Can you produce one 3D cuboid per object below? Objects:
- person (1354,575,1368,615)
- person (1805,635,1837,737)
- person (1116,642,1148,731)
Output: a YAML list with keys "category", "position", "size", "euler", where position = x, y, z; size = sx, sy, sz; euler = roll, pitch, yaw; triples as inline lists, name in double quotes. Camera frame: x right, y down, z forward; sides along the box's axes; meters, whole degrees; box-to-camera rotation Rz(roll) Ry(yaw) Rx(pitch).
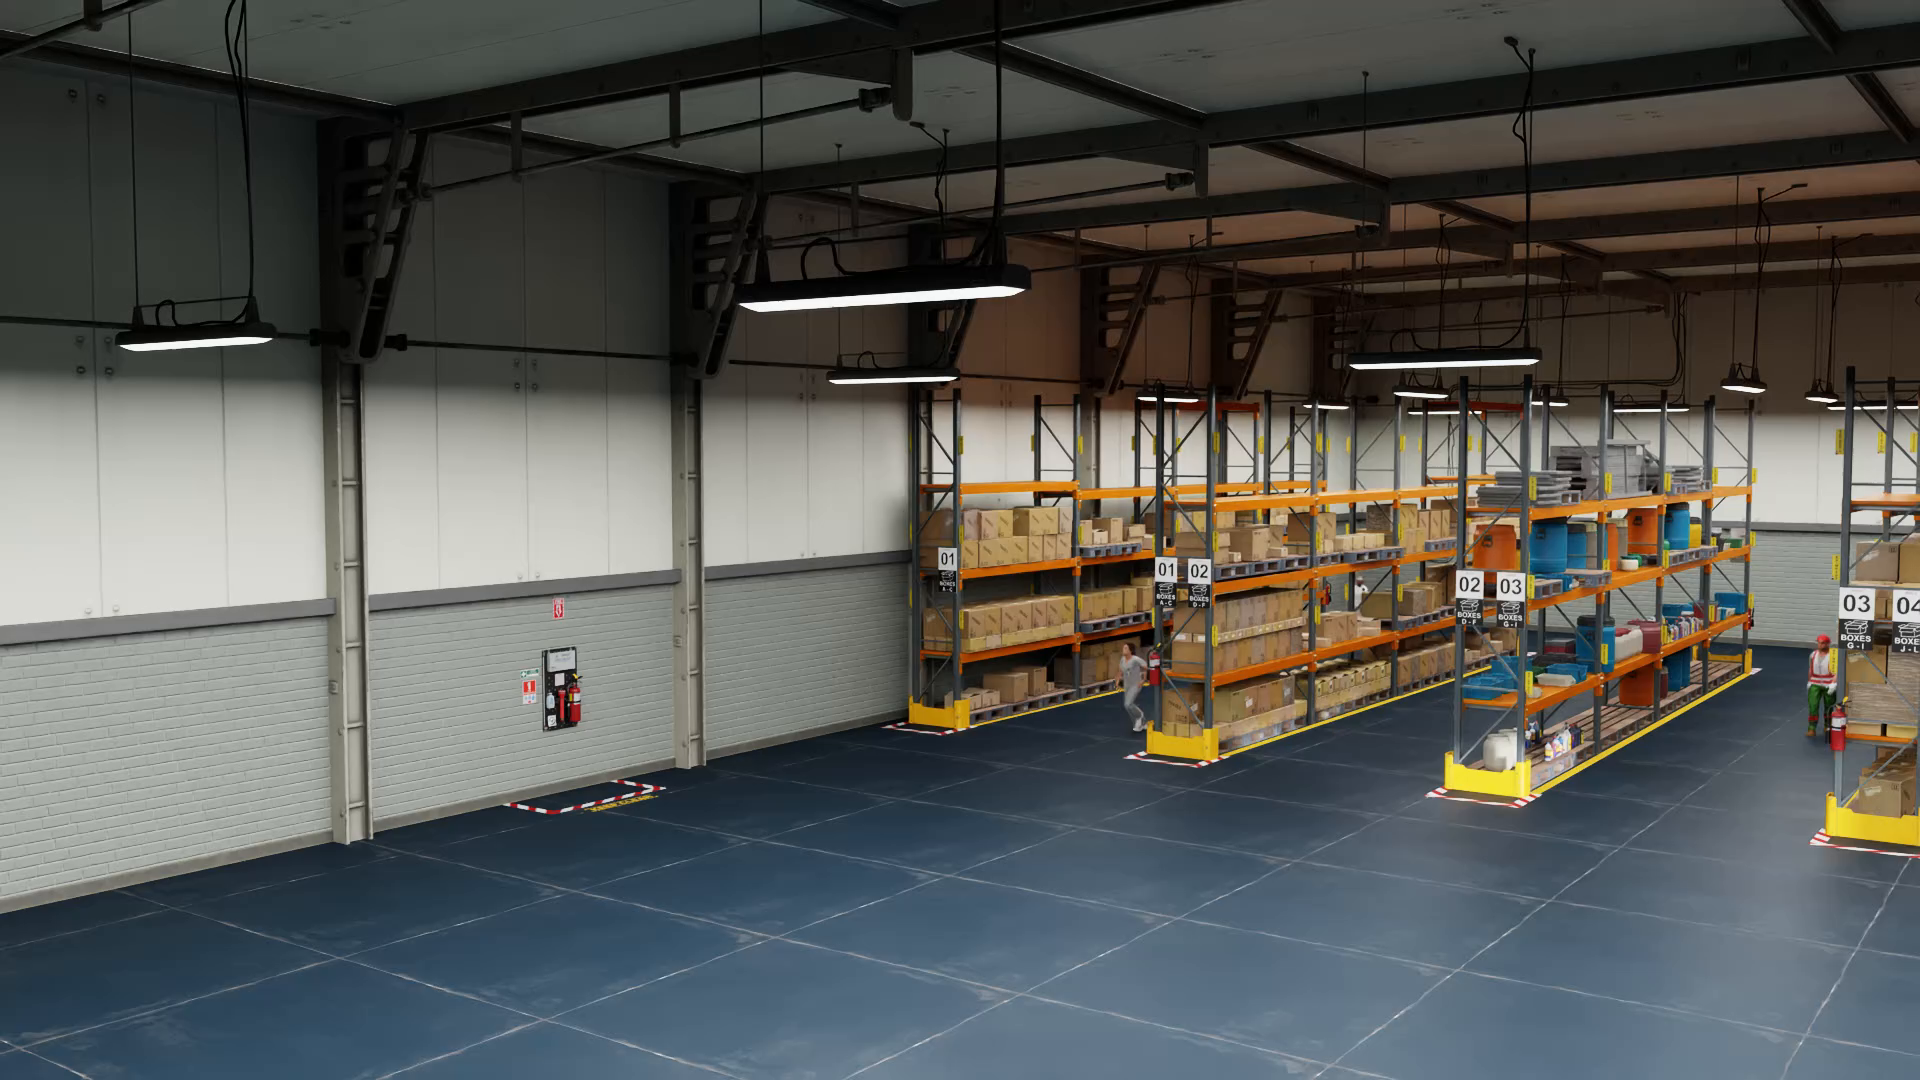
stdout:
- category: "person"
  position: [10.355, 1.717, 43.031]
  size: [0.444, 1.629, 1.002]
  euler: [0, 3, -5]
- category: "person"
  position: [14.764, 2.482, 28.436]
  size: [0.526, 1.721, 1.050]
  euler: [2, 4, 31]
- category: "person"
  position: [3.049, 2.558, 29.004]
  size: [0.612, 1.588, 0.699]
  euler: [3, 5, 44]
